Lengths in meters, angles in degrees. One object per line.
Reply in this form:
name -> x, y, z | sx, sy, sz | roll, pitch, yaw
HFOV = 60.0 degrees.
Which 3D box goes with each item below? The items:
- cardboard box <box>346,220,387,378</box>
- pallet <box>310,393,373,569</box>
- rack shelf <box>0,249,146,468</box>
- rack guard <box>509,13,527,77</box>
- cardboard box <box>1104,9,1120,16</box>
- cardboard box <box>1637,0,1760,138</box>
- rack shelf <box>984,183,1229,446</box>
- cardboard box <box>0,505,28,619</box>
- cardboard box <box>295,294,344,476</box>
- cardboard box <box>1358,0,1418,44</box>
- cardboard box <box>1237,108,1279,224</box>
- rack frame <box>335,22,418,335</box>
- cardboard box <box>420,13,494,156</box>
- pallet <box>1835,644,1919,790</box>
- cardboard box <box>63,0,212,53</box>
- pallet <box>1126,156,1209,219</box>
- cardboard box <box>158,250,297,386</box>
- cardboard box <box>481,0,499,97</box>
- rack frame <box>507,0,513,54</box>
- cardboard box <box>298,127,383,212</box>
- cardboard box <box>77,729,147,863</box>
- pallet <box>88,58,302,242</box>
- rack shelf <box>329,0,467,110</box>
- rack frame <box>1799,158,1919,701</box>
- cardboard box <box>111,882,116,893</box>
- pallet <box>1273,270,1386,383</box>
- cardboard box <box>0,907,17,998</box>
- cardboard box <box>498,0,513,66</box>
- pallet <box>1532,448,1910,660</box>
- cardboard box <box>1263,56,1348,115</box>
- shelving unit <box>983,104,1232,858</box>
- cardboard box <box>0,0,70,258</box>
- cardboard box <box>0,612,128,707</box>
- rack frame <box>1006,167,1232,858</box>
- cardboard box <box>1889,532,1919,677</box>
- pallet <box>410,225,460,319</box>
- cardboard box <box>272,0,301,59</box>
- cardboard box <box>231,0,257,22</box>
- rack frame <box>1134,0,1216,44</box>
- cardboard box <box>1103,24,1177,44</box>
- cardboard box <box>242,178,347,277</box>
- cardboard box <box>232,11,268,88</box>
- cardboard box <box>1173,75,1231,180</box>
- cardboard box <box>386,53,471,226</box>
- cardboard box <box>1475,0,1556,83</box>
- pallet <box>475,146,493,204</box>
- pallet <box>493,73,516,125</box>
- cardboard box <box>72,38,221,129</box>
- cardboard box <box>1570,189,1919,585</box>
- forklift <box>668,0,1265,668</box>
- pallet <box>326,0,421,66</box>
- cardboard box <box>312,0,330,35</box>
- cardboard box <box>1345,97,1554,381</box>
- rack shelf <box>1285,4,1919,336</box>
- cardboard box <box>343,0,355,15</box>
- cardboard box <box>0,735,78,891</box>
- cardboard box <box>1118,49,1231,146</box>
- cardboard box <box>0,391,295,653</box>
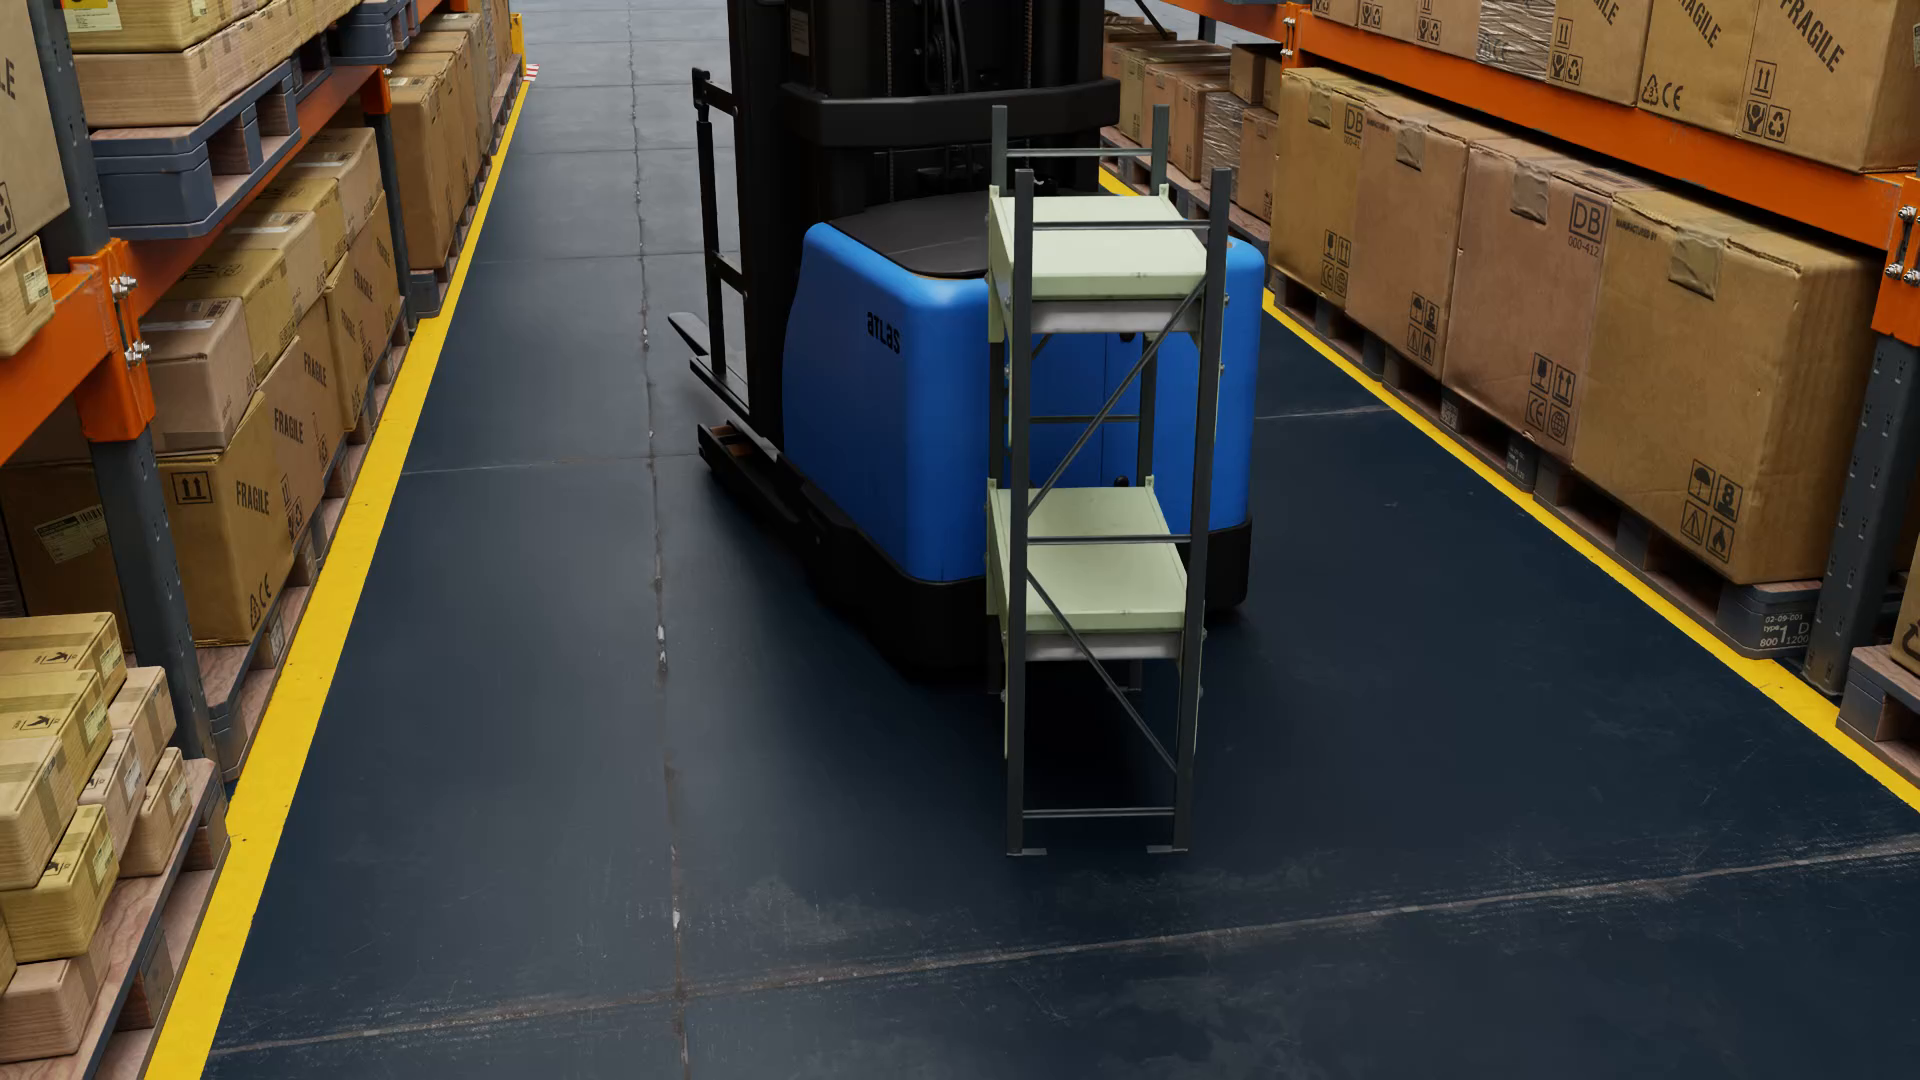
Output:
cardboard box -> -2.433, -0.870, 6.093 | 0.500, 0.500, 0.500 | -3, 24, -8
pallet -> -2.539, -0.203, 5.451 | 1.003, 0.211, 1.213 | -4, 24, -10
rack shelf -> -1.794, 0.422, 1.434 | 1.077, 0.370, 4.000 | -4, 24, -10
rack guard -> -4.388, -4.278, 14.421 | 1.175, 0.500, 0.348 | -4, 24, -10
cardboard box -> 0.910, -3.838, 12.889 | 0.500, 0.500, 0.500 | -6, 24, -14
cardboard box -> 2.289, -1.426, 4.643 | 0.500, 0.500, 0.500 | -4, 24, -8
rack shelf -> 0.287, -0.501, 3.548 | 0.431, 0.370, 0.720 | -1, 24, -2
cardboard box -> -2.549, -0.013, 4.132 | 0.500, 0.500, 0.500 | -5, 24, -11
cardboard box -> -2.250, -0.464, 5.164 | 0.500, 0.500, 0.500 | -4, 24, -9
cardboard box -> 1.909, -2.227, 6.475 | 0.500, 0.500, 0.500 | -5, 24, -11
cardboard box -> 1.846, -1.913, 8.456 | 0.700, 0.500, 0.500 | -6, 24, -13
rack frame -> -2.904, -2.267, 6.694 | 1.000, 3.000, 0.127 | -4, 24, -10
cardboard box -> -3.440, -2.765, 10.119 | 1.050, 0.750, 0.750 | -4, 24, -10
pallet -> 2.793, 0.561, 3.701 | 1.003, 0.211, 1.213 | -4, 24, -10
cardboard box -> -1.785, -1.097, 3.431 | 0.380, 0.149, 0.250 | -4, 24, -9
pallet -> 1.624, -2.103, 9.802 | 1.003, 0.211, 1.213 | -4, 24, -10
cardboard box -> -2.142, -0.604, 4.547 | 0.500, 0.250, 0.500 | -4, 24, -8
cardboard box -> -3.861, -3.666, 12.027 | 0.875, 0.875, 0.875 | -4, 24, -9
rack frame -> -4.383, -5.414, 13.899 | 1.000, 3.000, 0.127 | -4, 24, -10
cardboard box -> -2.520, -1.408, 6.388 | 0.500, 0.250, 0.500 | -5, 24, -11
cardboard box -> -1.731, 0.490, 3.047 | 0.380, 0.149, 0.250 | -5, 24, -12
pallet -> -2.163, -0.918, 3.843 | 1.003, 0.211, 1.213 | -4, 24, -10
rack shelf -> -3.274, -2.724, 8.639 | 1.077, 0.370, 4.000 | -4, 24, -10
rack frame -> 2.729, -1.021, 3.841 | 1.000, 3.000, 0.127 | -4, 24, -10
cardboard box -> -1.791, 0.657, 3.034 | 0.380, 0.149, 0.250 | -4, 24, -8
pallet -> 2.061, -1.001, 7.279 | 1.003, 0.211, 1.213 | -4, 24, -10
cardboard box -> -1.714, 0.699, 2.566 | 0.380, 0.149, 0.250 | -4, 24, -9
cardboard box -> -4.193, -4.371, 13.640 | 0.875, 0.875, 0.875 | -4, 24, -9
pallet -> 2.512, -0.041, 5.081 | 1.003, 0.211, 1.213 | -4, 24, -10
cardboard box -> 1.836, -2.256, 8.304 | 0.500, 0.250, 0.500 | -3, 24, -8
shelving unit -> 0.287, -0.143, 3.704 | 0.431, 1.500, 0.755 | -1, 24, -2
cardboard box -> -1.797, -0.707, 2.624 | 0.500, 0.500, 0.500 | -4, 24, -10
cardboard box -> -1.843, 0.268, 3.183 | 0.380, 0.149, 0.250 | -4, 24, -8
rack frame -> 0.302, 0.003, 3.369 | 0.400, 1.500, 0.023 | -1, 24, -2
cardboard box -> 2.772, 0.025, 3.574 | 0.875, 0.875, 0.875 | -4, 24, -10
pallet -> -2.976, -1.305, 7.975 | 1.003, 0.211, 1.213 | -4, 24, -10
cardboard box -> -1.977, -1.366, 4.420 | 0.380, 0.149, 0.250 | -5, 24, -12
cardboard box -> -1.883, -1.300, 3.896 | 0.380, 0.149, 0.250 | -4, 24, -8
rack frame -> 1.250, -4.168, 11.046 | 1.000, 3.000, 0.127 | -4, 24, -10
cardboard box -> 1.215, -3.375, 11.829 | 0.500, 0.500, 0.500 | -5, 24, -11
cardboard box -> -2.337, -1.009, 5.475 | 0.500, 0.250, 0.500 | -4, 24, -9
cardboard box -> -1.884, -1.168, 3.965 | 0.380, 0.149, 0.250 | -4, 24, -9
cardboard box -> 1.619, -2.353, 9.462 | 0.700, 0.500, 0.500 | -2, 24, -5
cardboard box -> -3.093, -2.019, 8.410 | 1.050, 0.750, 0.750 | -4, 24, -9
cardboard box -> 2.098, -1.829, 5.564 | 0.500, 0.500, 0.500 | -4, 24, -10
pallet -> -3.427, -2.265, 10.172 | 1.003, 0.211, 1.213 | -4, 24, -10
pallet -> -3.936, -3.349, 12.653 | 1.003, 0.211, 1.213 | -4, 24, -10
cardboard box -> -1.785, -0.960, 3.490 | 0.380, 0.149, 0.250 | -5, 24, -12
cardboard box -> 2.591, -0.490, 4.755 | 1.225, 0.875, 0.875 | -4, 24, -10
forklift -> -0.259, -1.570, 5.182 | 1.130, 2.935, 3.031 | -10, 26, -22
pallet -> -2.667, -1.907, 6.108 | 1.213, 0.211, 1.003 | -4, 24, -10
cardboard box -> -2.075, -1.573, 4.893 | 0.380, 0.149, 0.250 | -5, 24, -12
cardboard box -> 2.254, -1.189, 6.355 | 1.225, 0.875, 0.875 | -4, 24, -10
rack shelf -> 2.359, -1.478, 5.786 | 1.077, 0.370, 4.000 | -4, 24, -10
cardboard box -> -2.175, -1.782, 5.371 | 0.380, 0.149, 0.250 | -5, 24, -12
cardboard box -> -1.703, 0.463, 2.736 | 0.380, 0.149, 0.250 | -5, 24, -10
cardboard box -> 1.412, -2.792, 10.469 | 0.700, 0.500, 0.500 | -4, 24, -10
cardboard box -> -2.040, -0.051, 4.218 | 0.500, 0.500, 0.500 | -3, 24, -8
